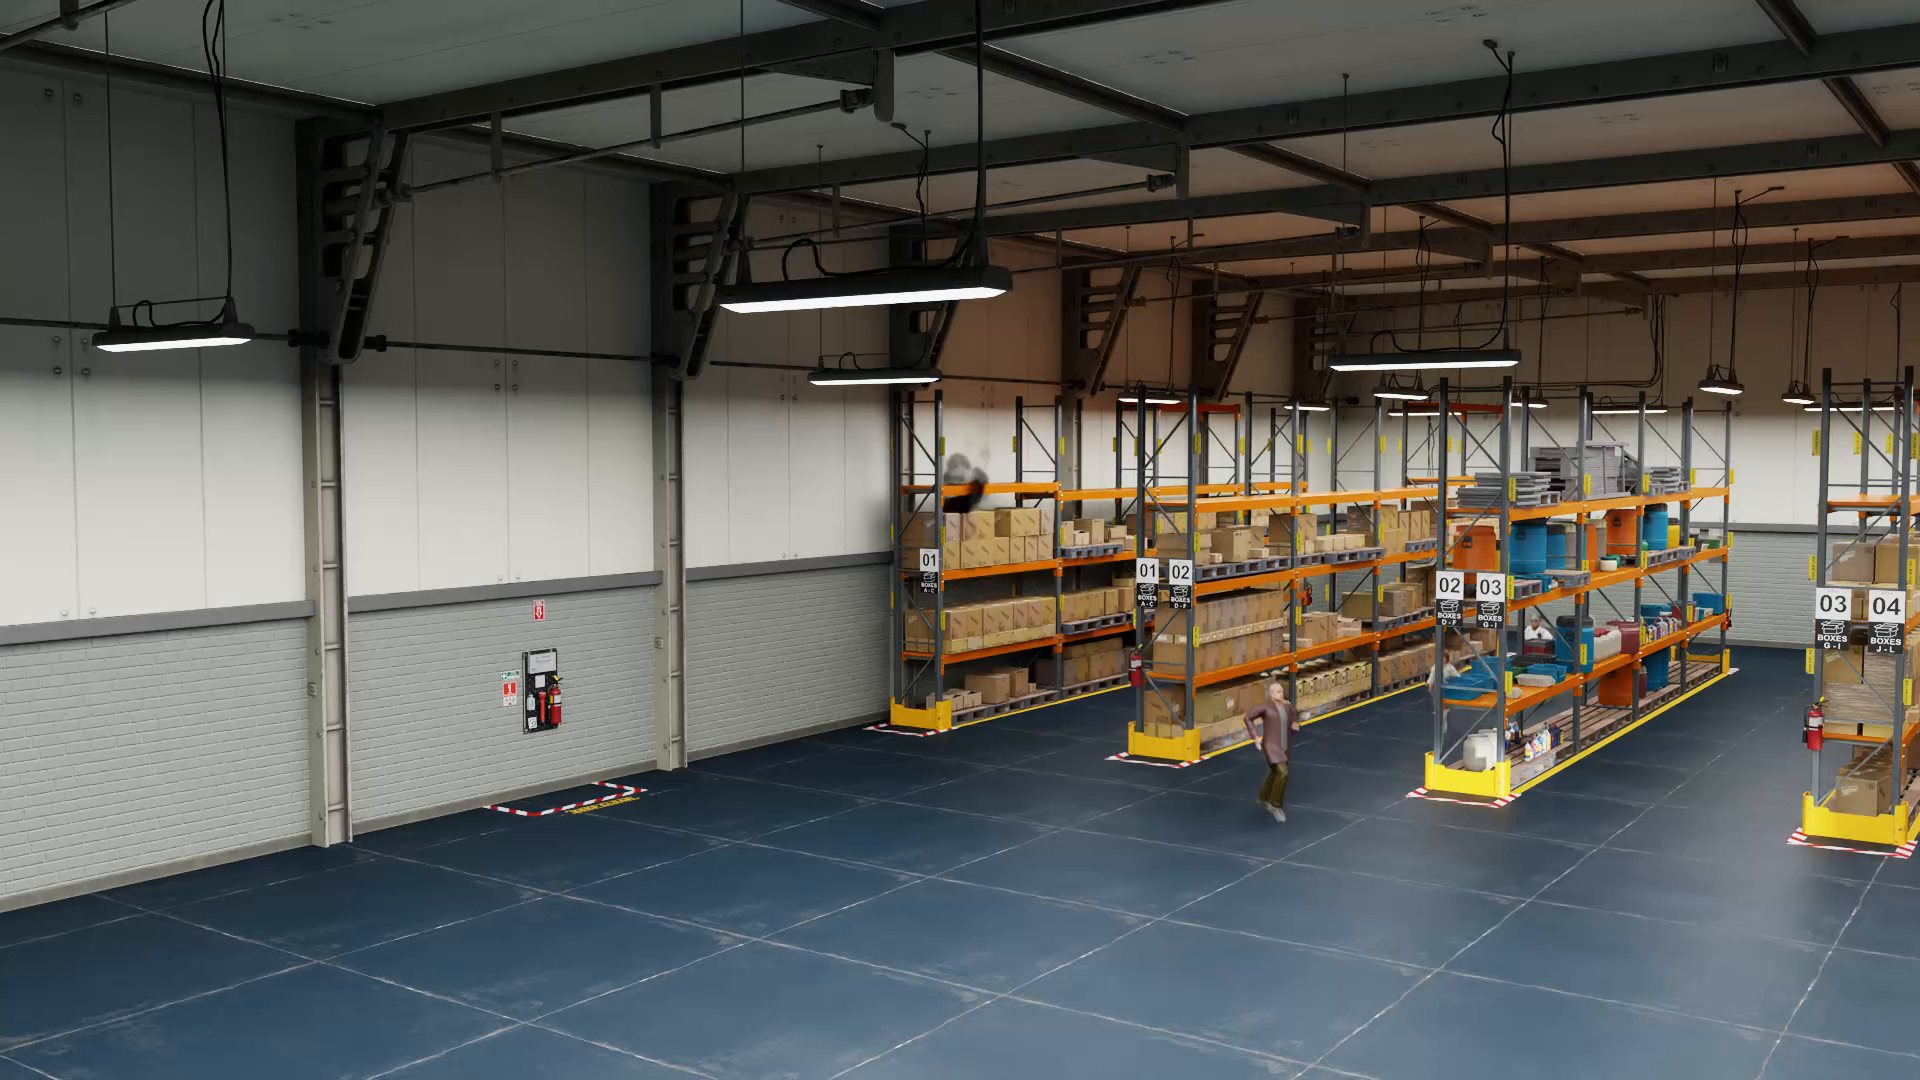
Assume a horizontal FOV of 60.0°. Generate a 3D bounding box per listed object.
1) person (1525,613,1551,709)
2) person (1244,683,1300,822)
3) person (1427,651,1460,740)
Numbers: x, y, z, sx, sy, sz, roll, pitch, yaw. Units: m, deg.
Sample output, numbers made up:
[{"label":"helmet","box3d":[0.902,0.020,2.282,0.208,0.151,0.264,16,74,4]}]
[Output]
[{"label":"person","box3d":[11.062,2.316,31.957,0.634,1.837,0.892,2,4,34]},{"label":"person","box3d":[4.264,2.854,22.446,0.668,1.842,0.825,-2,4,-35]},{"label":"person","box3d":[8.135,2.648,27.979,0.539,1.583,0.756,2,4,30]}]
